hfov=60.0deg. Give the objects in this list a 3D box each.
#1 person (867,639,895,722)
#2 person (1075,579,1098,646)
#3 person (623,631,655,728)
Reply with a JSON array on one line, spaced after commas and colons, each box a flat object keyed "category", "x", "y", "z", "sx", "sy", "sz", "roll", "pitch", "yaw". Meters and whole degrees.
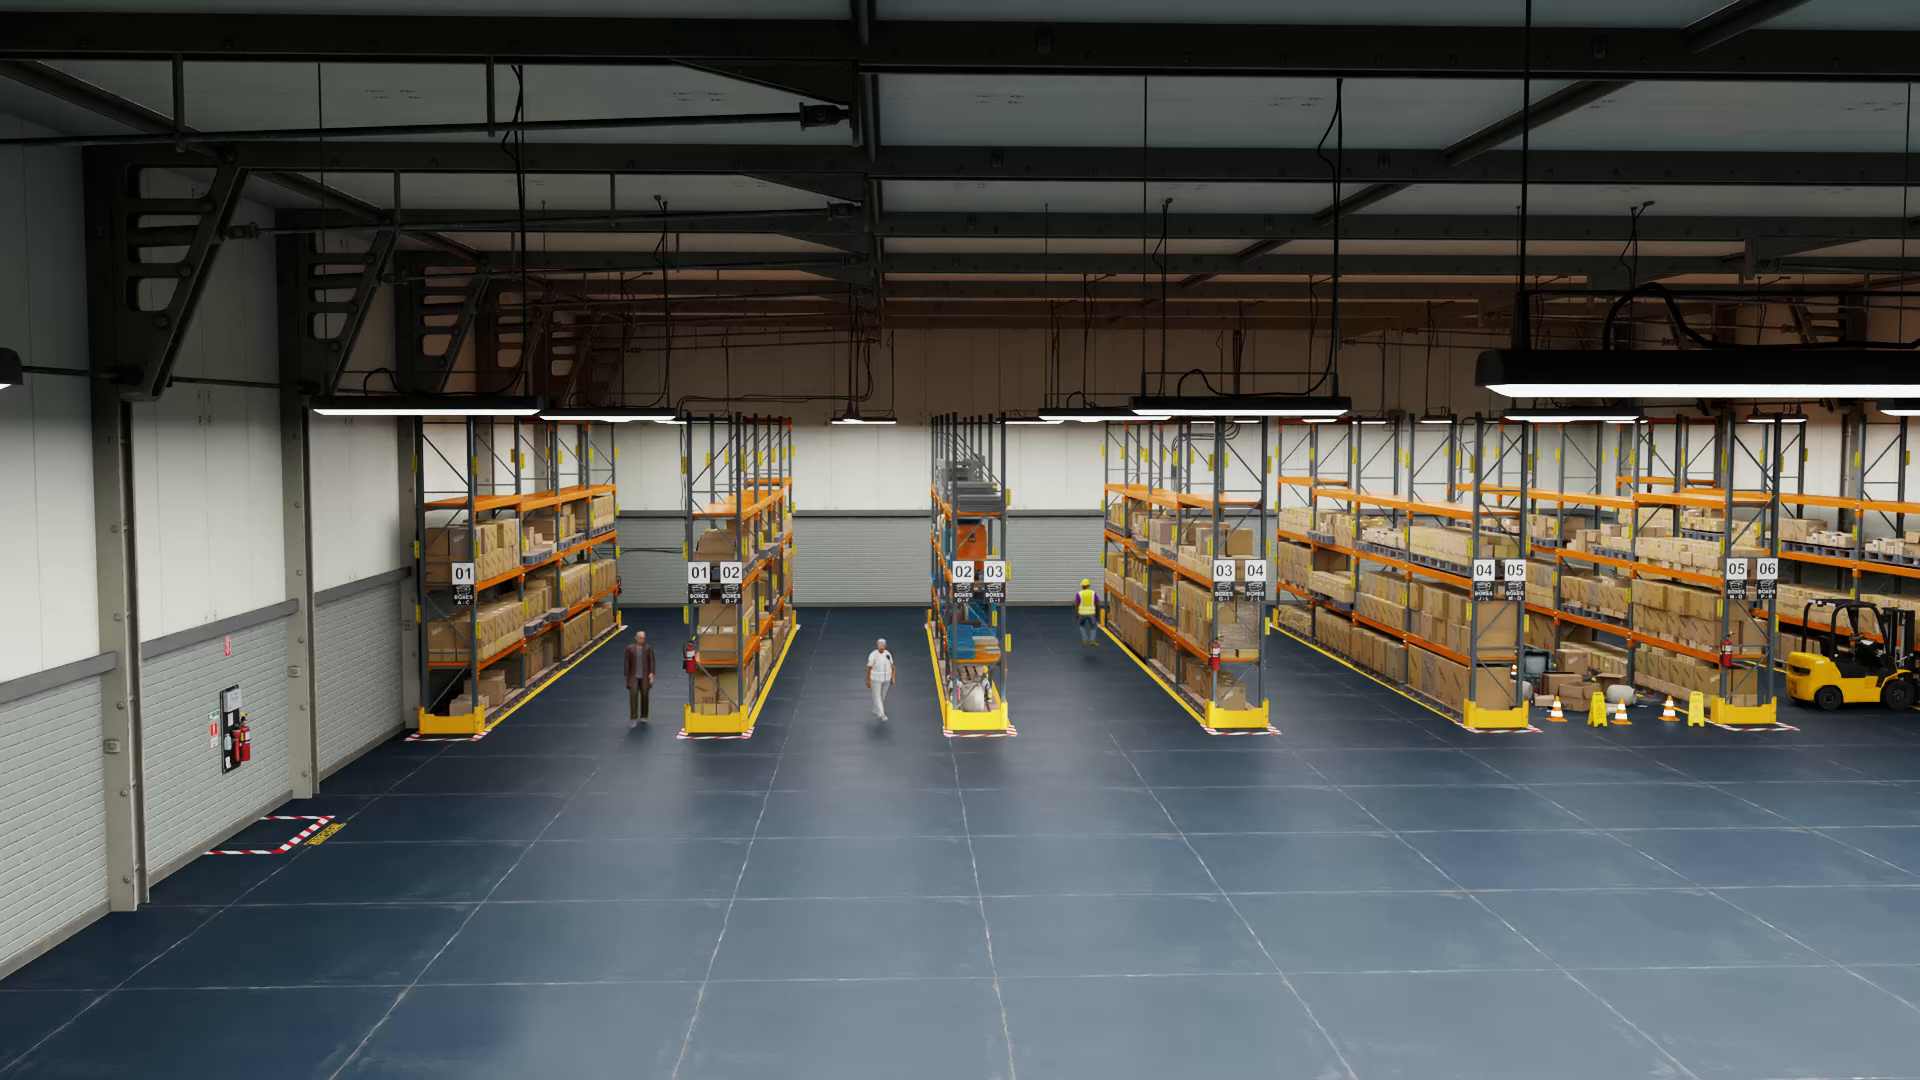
[{"category": "person", "x": -1.513, "y": 2.708, "z": 32.171, "sx": 0.531, "sy": 1.600, "sz": 1.052, "roll": -3, "pitch": 5, "yaw": -33}, {"category": "person", "x": 3.172, "y": 1.814, "z": 41.634, "sx": 0.594, "sy": 1.670, "sz": 0.618, "roll": 0, "pitch": 4, "yaw": -2}, {"category": "person", "x": -6.160, "y": 2.680, "z": 32.014, "sx": 0.593, "sy": 1.807, "sz": 0.732, "roll": -1, "pitch": 4, "yaw": -15}]
